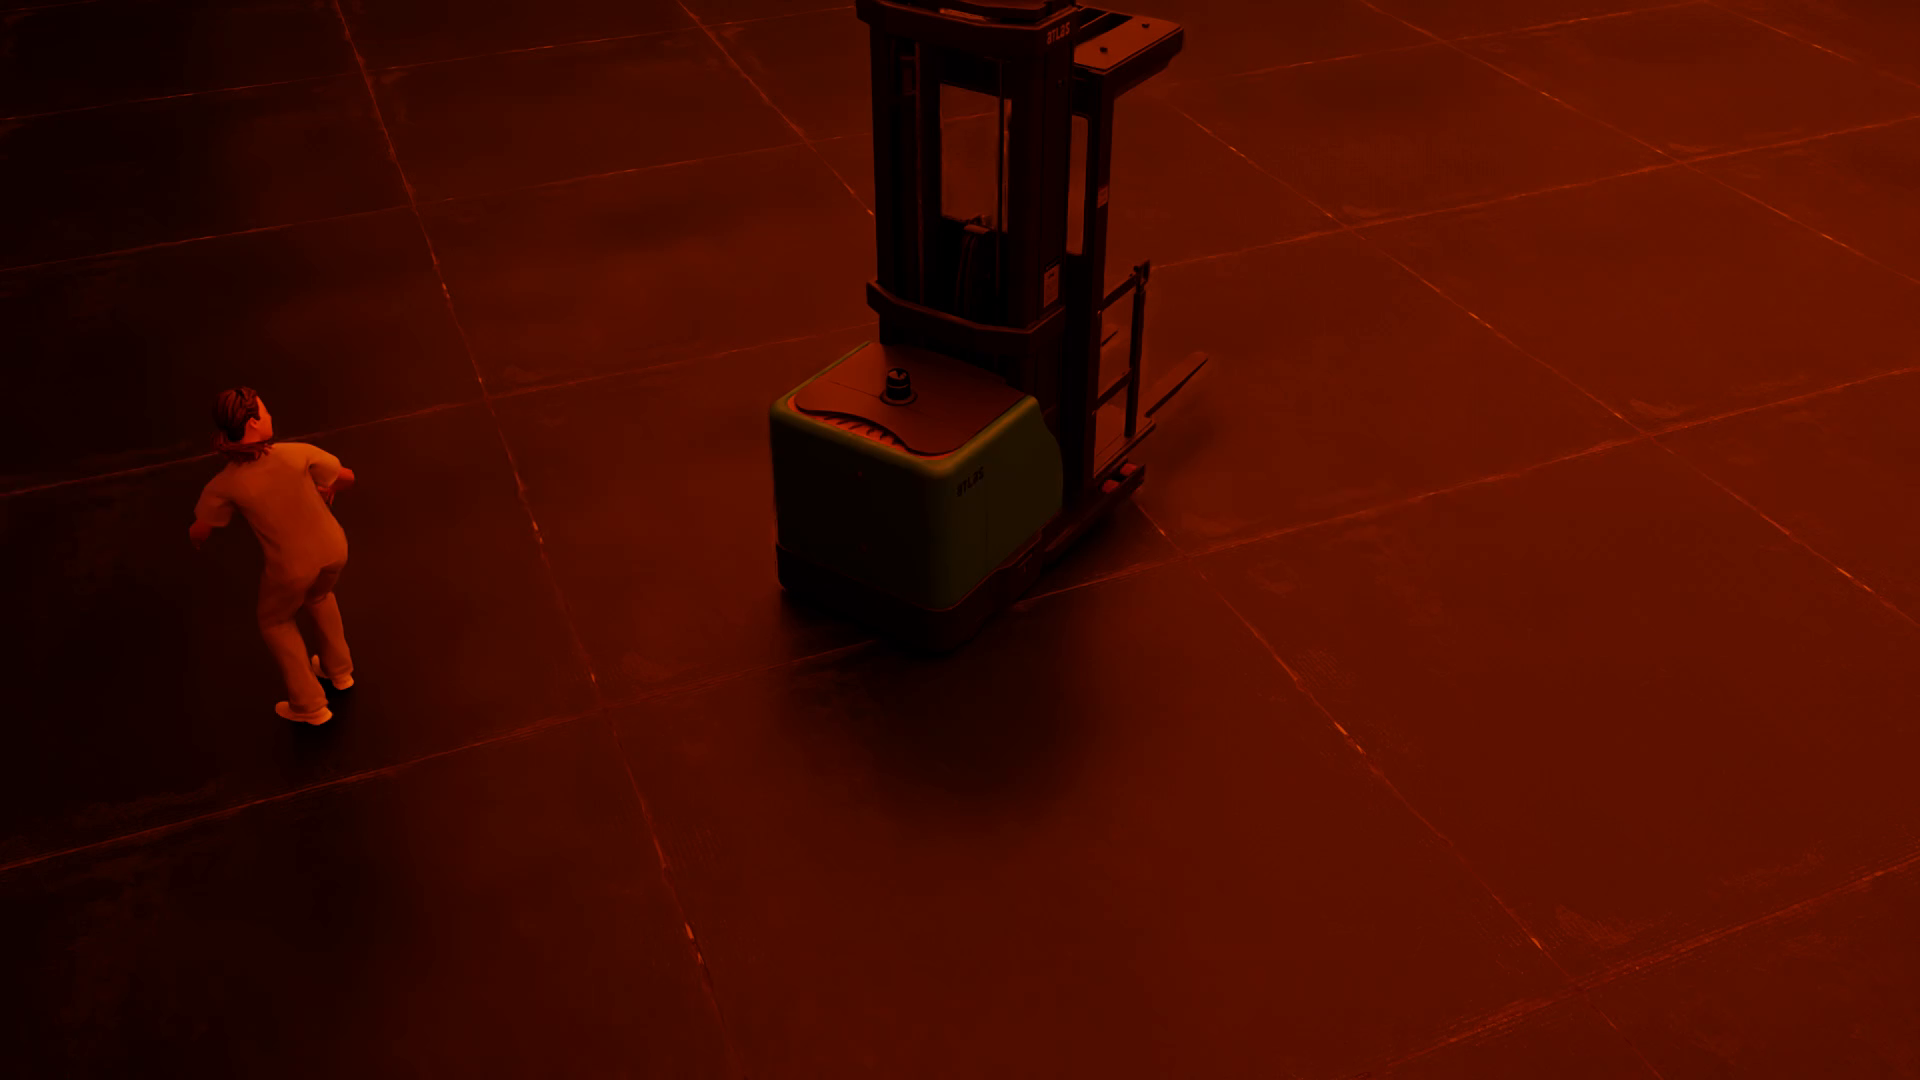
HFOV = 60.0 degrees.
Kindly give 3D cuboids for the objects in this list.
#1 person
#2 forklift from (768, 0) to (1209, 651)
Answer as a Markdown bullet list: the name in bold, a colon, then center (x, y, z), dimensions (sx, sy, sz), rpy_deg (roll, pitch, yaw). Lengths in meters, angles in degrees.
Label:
- **person**: center (-2.940, 0.047, 7.211), dimensions (0.674, 1.623, 0.566), rpy_deg (-28, 44, -34)
- **forklift**: center (0.340, -1.488, 8.191), dimensions (1.130, 2.935, 3.031), rpy_deg (21, 41, 27)
